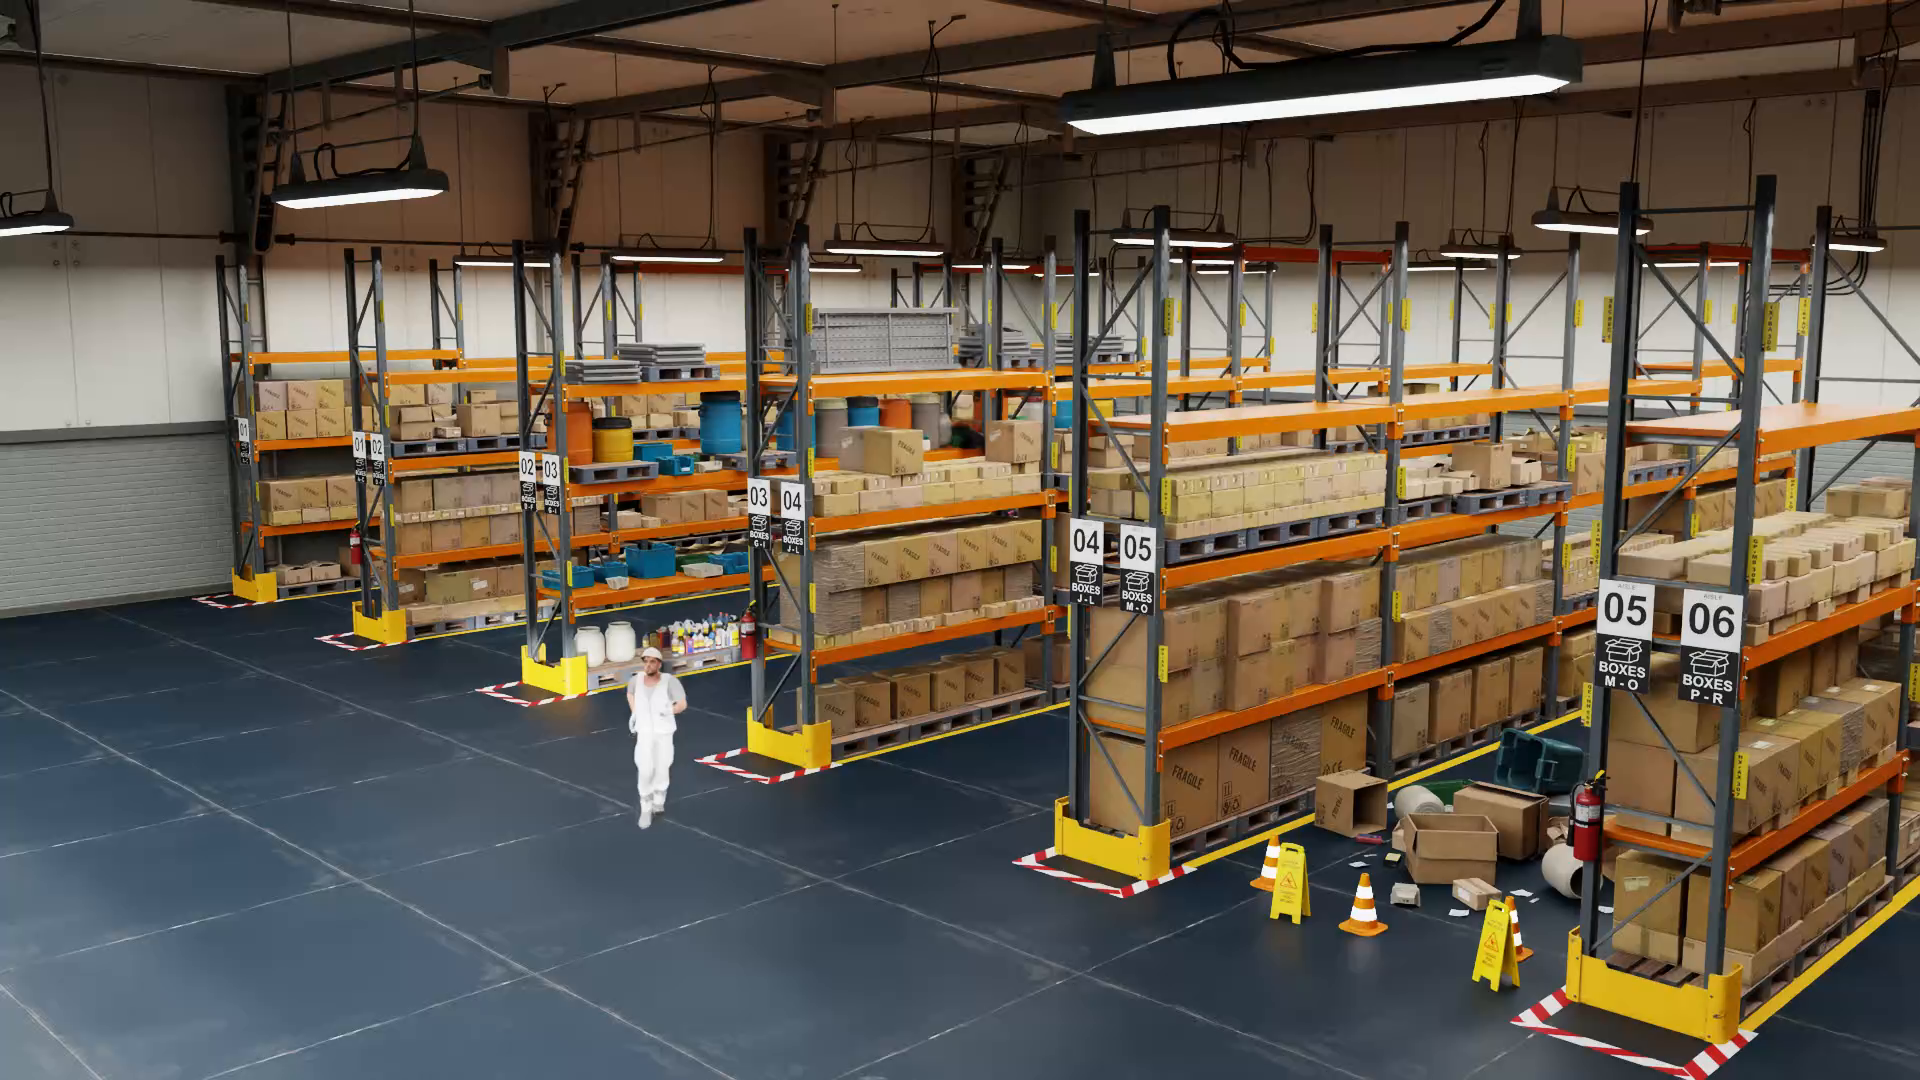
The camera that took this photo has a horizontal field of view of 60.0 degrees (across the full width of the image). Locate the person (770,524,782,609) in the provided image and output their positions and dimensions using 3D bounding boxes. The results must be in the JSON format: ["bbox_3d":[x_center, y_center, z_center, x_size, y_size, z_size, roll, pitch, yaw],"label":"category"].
[{"bbox_3d":[-2.934,0.238,27.055,0.663,1.764,0.628,-8,11,-43],"label":"person"}]

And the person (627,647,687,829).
[{"bbox_3d":[-3.024,1.964,16.566,0.616,1.832,0.746,-1,8,-4],"label":"person"}]
